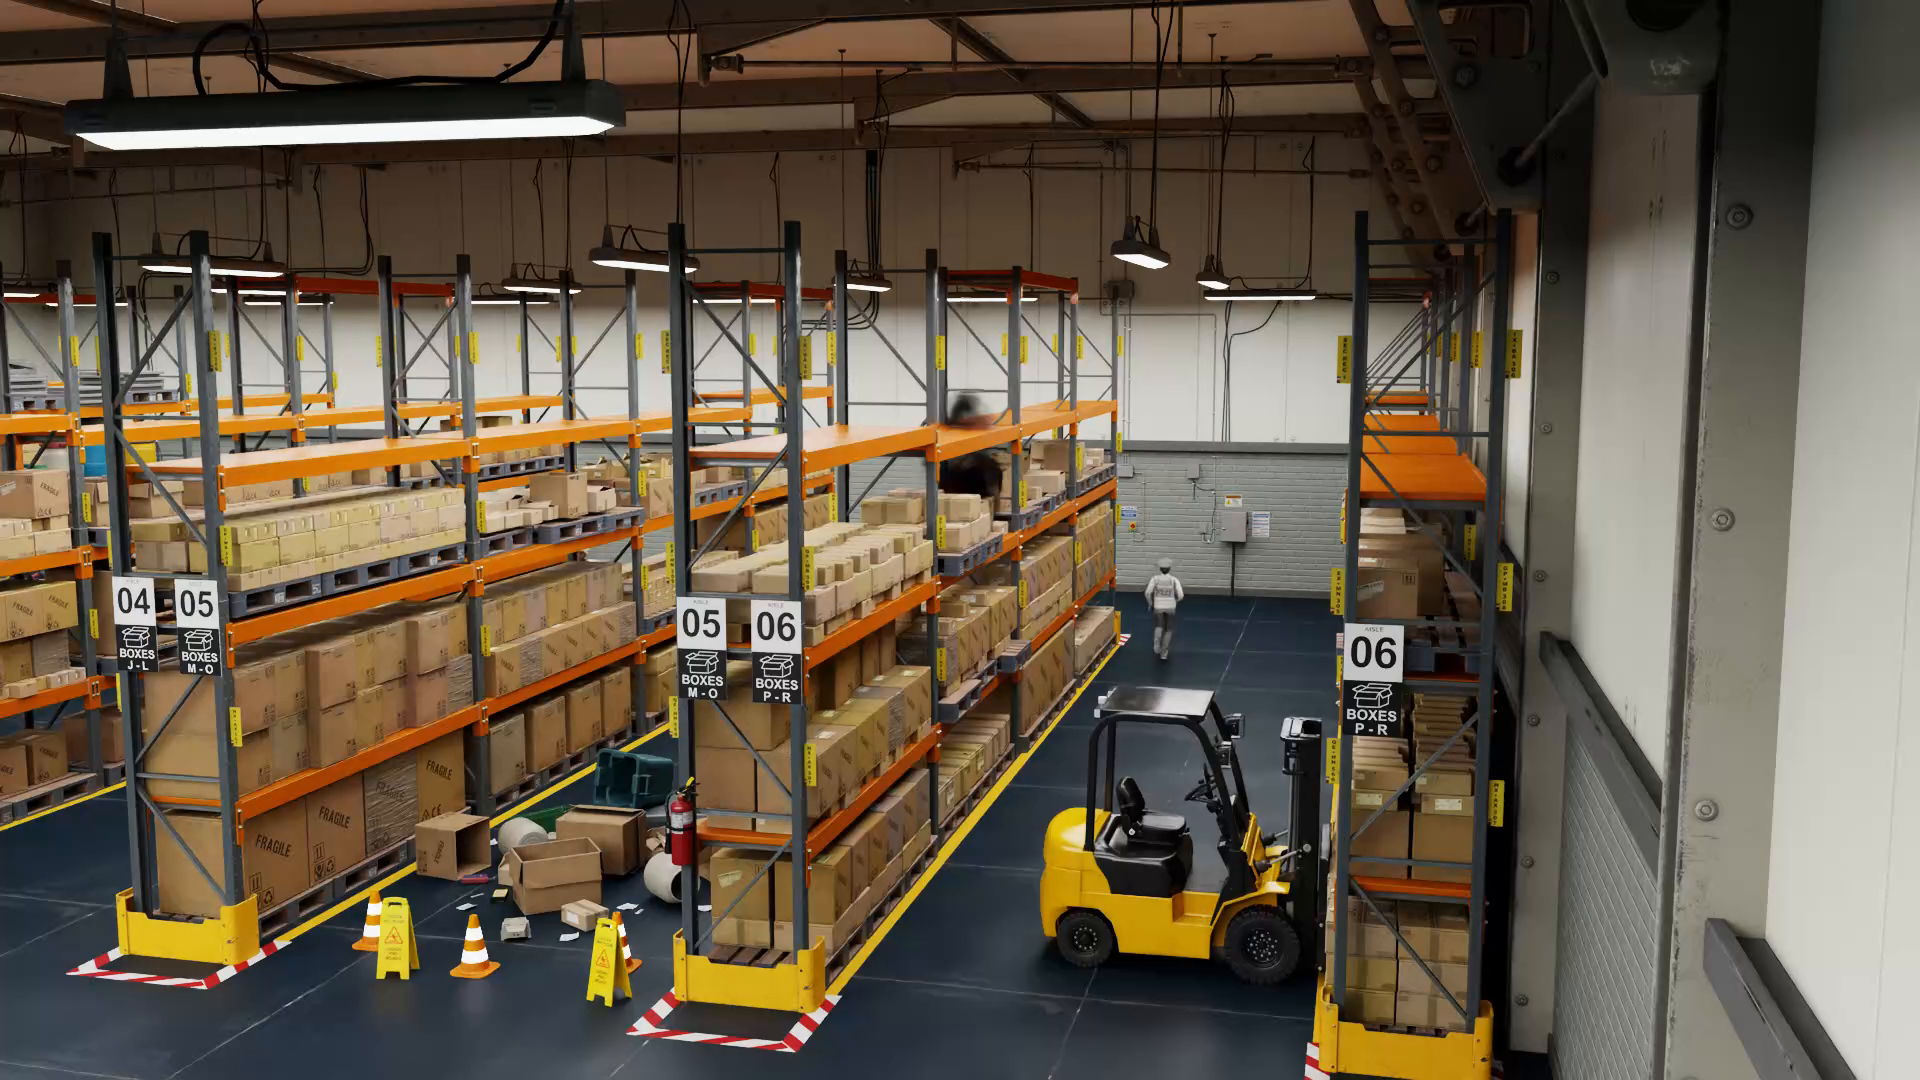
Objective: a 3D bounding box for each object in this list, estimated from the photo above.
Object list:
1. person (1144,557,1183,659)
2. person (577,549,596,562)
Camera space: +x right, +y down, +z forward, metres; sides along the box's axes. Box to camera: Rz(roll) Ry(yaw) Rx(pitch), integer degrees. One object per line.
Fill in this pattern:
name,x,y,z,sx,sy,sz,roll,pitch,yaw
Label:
person,3.281,1.101,26.727,0.614,1.658,0.526,1,7,10
person,-6.319,0.920,27.948,0.686,1.712,0.624,1,7,11
